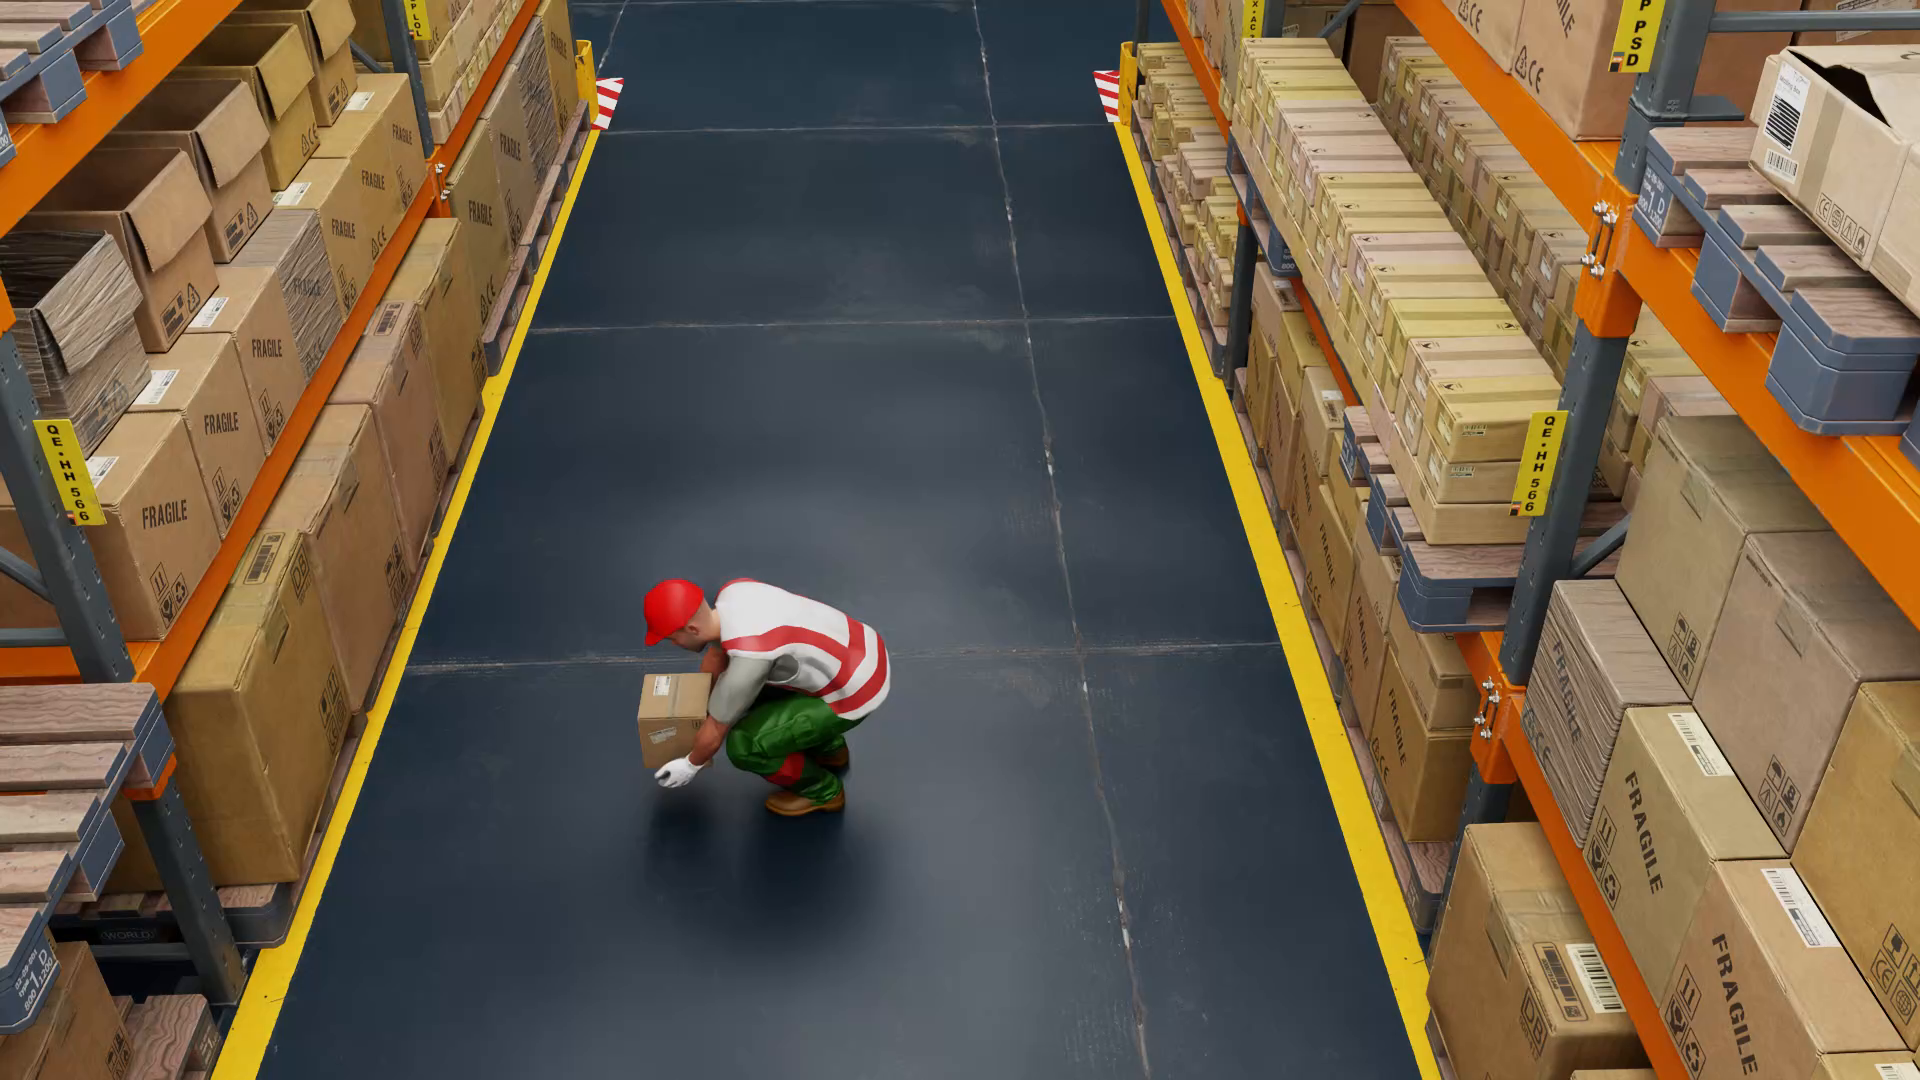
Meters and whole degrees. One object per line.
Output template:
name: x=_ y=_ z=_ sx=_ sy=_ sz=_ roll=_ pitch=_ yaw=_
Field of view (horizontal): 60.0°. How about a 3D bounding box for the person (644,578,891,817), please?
person: x=-0.692 y=0.534 z=6.041 sx=0.881 sy=1.015 sz=0.572 roll=-2 pitch=35 yaw=-2
